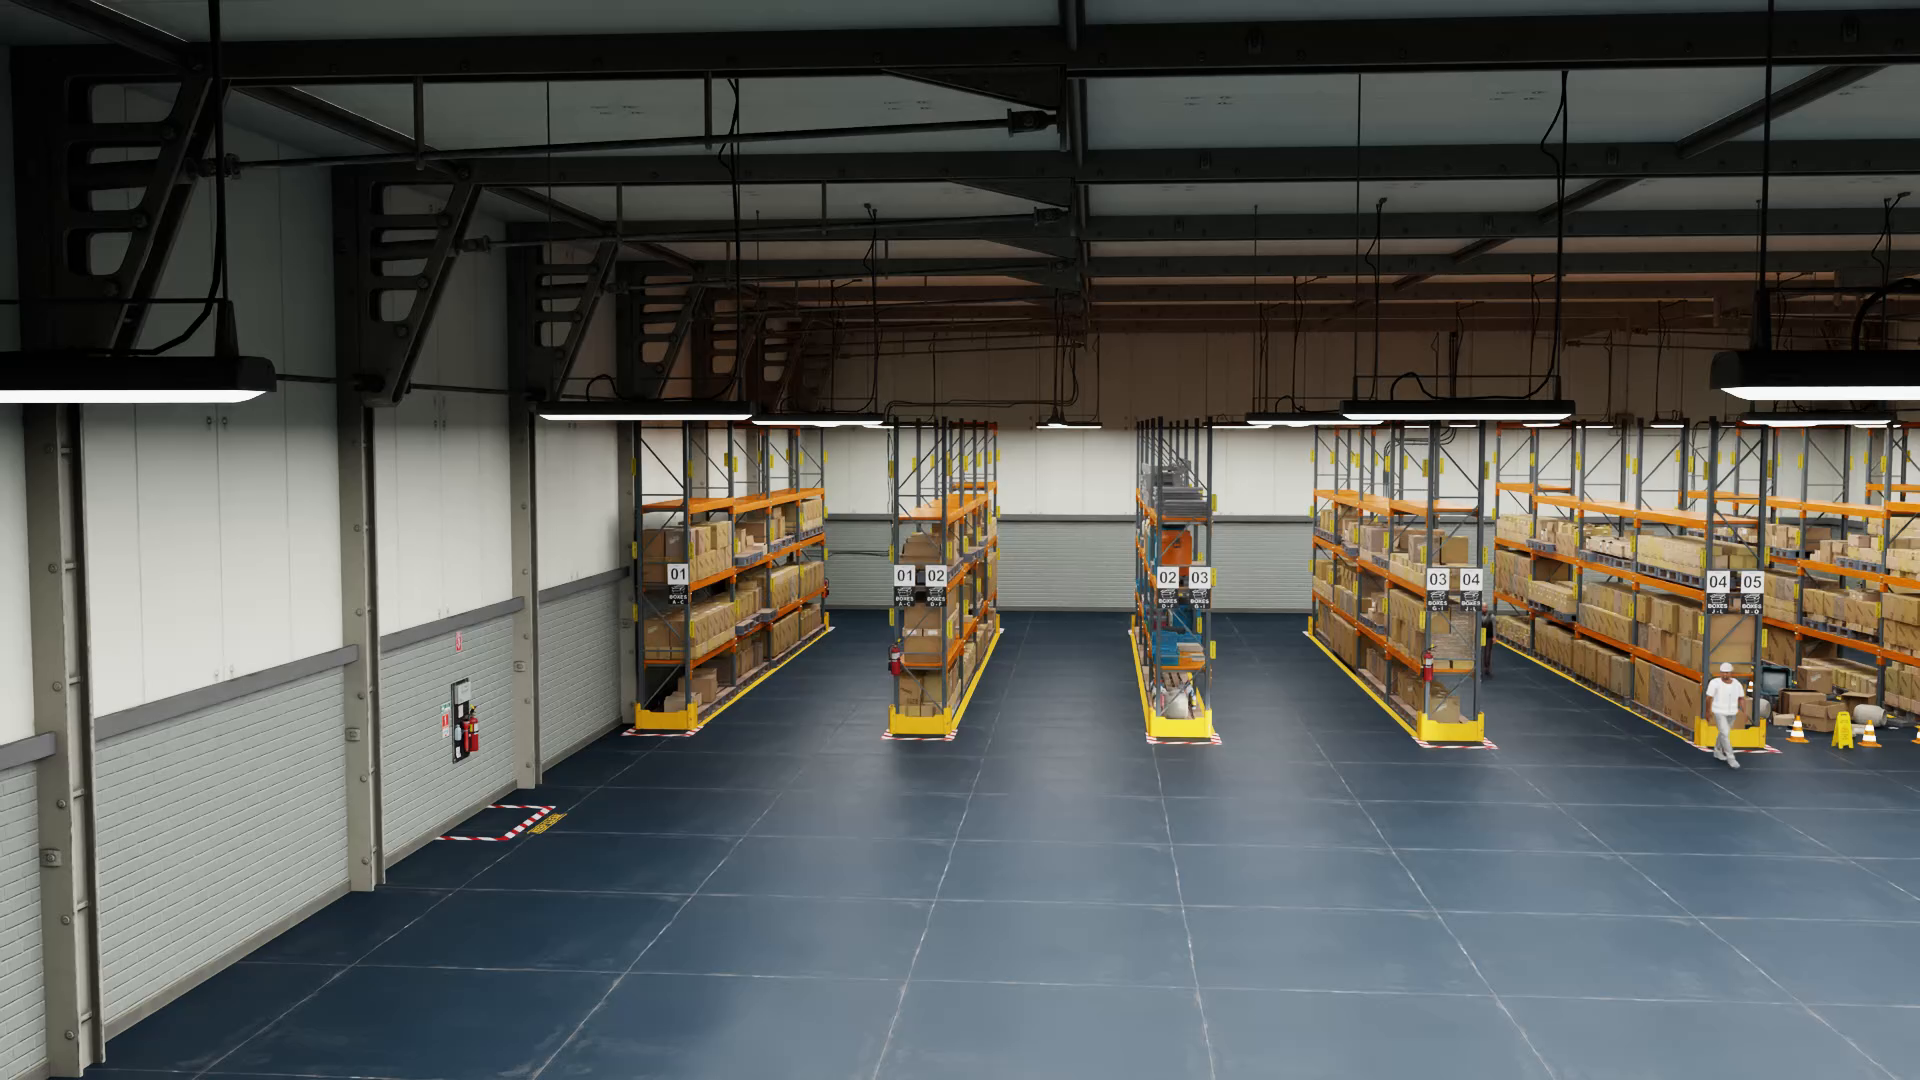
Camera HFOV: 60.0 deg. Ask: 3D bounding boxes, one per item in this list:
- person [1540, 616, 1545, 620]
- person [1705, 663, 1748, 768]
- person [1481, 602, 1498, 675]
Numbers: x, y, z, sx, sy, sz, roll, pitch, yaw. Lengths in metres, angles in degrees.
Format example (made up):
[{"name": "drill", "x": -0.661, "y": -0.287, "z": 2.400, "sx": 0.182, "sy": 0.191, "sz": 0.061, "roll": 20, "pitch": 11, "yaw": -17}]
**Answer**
[{"name": "person", "x": 17.323, "y": 1.599, "z": 49.431, "sx": 0.613, "sy": 1.762, "sz": 0.545, "roll": -3, "pitch": 5, "yaw": -38}, {"name": "person", "x": 13.172, "y": 2.967, "z": 28.522, "sx": 0.599, "sy": 1.722, "sz": 0.930, "roll": 0, "pitch": 4, "yaw": -6}, {"name": "person", "x": 12.264, "y": 2.332, "z": 38.922, "sx": 0.591, "sy": 1.747, "sz": 0.612, "roll": 2, "pitch": 4, "yaw": 23}]
